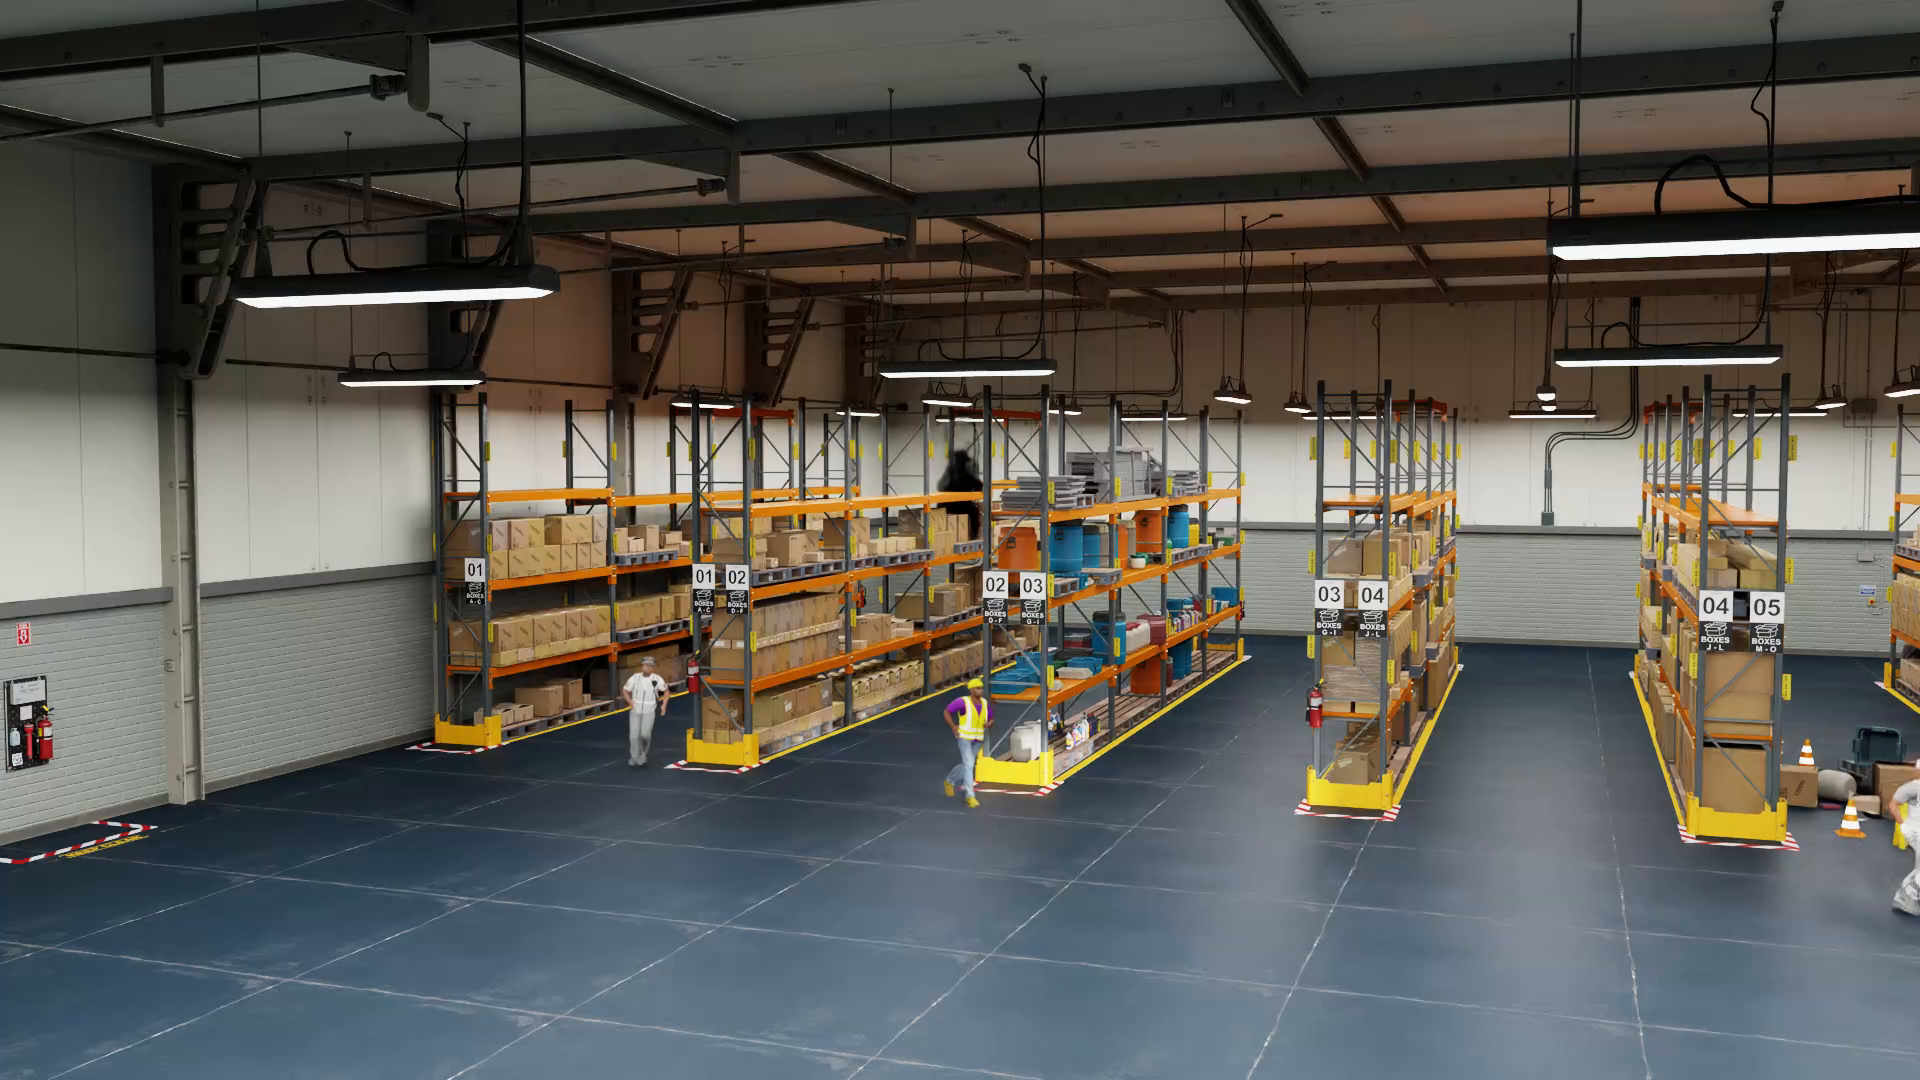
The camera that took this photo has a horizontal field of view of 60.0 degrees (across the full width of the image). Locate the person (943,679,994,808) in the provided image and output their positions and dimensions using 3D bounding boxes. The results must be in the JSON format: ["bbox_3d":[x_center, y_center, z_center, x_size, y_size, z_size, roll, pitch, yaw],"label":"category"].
[{"bbox_3d":[0.161,2.859,23.802,0.721,1.768,0.921,-2,4,-37],"label":"person"}]

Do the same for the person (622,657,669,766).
[{"bbox_3d":[-5.011,2.730,26.459,0.736,1.751,0.571,0,3,-6],"label":"person"}]

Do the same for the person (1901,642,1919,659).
[{"bbox_3d":[20.805,2.227,36.343,0.709,1.664,0.888,-2,4,-31],"label":"person"}]

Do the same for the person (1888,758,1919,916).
[{"bbox_3d":[10.374,3.174,17.819,0.611,1.726,0.677,-2,3,-27],"label":"person"}]
